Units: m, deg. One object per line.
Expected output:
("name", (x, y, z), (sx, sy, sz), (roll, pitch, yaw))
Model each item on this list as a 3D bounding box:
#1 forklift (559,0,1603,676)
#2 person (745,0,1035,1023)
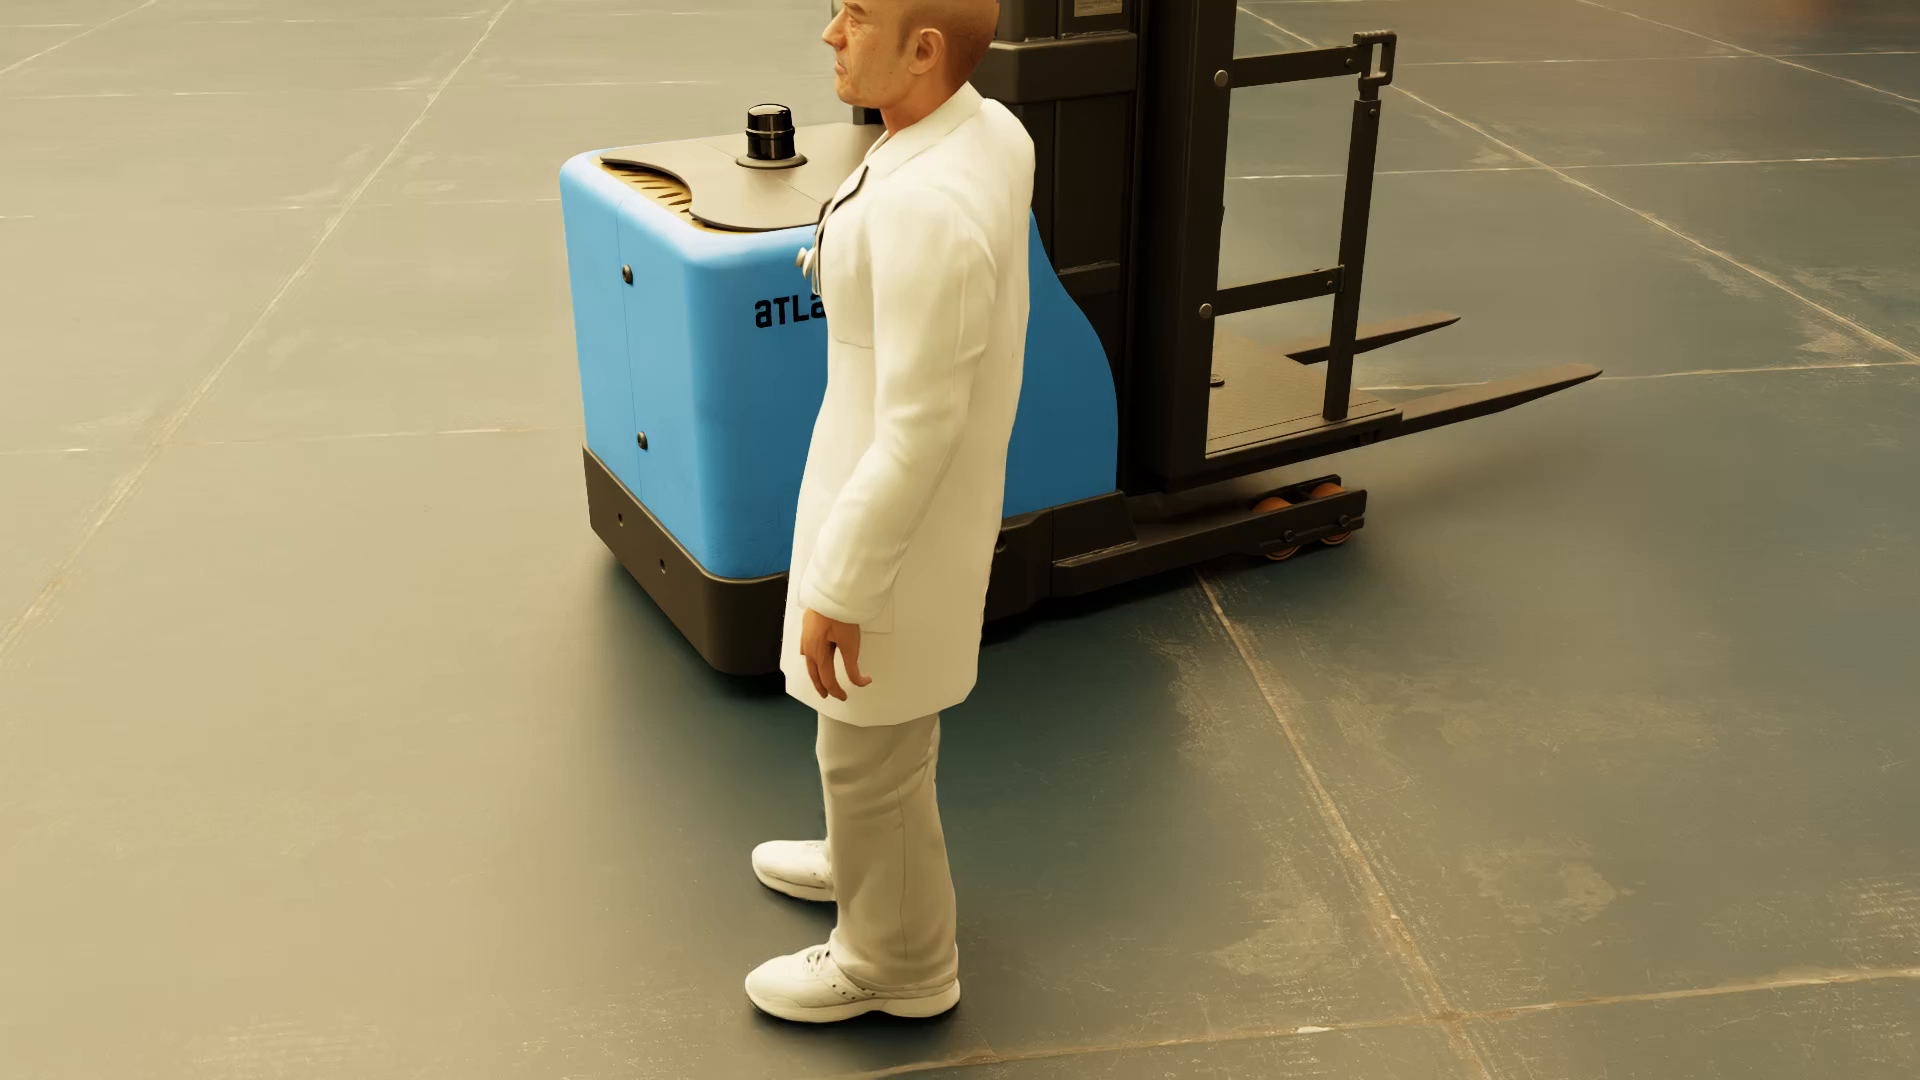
("forklift", (0.529, -1.451, 4.240), (3.031, 2.935, 1.130), (-14, 29, -26))
("person", (-0.175, -0.020, 2.595), (0.538, 1.782, 0.713), (3, 26, 7))
